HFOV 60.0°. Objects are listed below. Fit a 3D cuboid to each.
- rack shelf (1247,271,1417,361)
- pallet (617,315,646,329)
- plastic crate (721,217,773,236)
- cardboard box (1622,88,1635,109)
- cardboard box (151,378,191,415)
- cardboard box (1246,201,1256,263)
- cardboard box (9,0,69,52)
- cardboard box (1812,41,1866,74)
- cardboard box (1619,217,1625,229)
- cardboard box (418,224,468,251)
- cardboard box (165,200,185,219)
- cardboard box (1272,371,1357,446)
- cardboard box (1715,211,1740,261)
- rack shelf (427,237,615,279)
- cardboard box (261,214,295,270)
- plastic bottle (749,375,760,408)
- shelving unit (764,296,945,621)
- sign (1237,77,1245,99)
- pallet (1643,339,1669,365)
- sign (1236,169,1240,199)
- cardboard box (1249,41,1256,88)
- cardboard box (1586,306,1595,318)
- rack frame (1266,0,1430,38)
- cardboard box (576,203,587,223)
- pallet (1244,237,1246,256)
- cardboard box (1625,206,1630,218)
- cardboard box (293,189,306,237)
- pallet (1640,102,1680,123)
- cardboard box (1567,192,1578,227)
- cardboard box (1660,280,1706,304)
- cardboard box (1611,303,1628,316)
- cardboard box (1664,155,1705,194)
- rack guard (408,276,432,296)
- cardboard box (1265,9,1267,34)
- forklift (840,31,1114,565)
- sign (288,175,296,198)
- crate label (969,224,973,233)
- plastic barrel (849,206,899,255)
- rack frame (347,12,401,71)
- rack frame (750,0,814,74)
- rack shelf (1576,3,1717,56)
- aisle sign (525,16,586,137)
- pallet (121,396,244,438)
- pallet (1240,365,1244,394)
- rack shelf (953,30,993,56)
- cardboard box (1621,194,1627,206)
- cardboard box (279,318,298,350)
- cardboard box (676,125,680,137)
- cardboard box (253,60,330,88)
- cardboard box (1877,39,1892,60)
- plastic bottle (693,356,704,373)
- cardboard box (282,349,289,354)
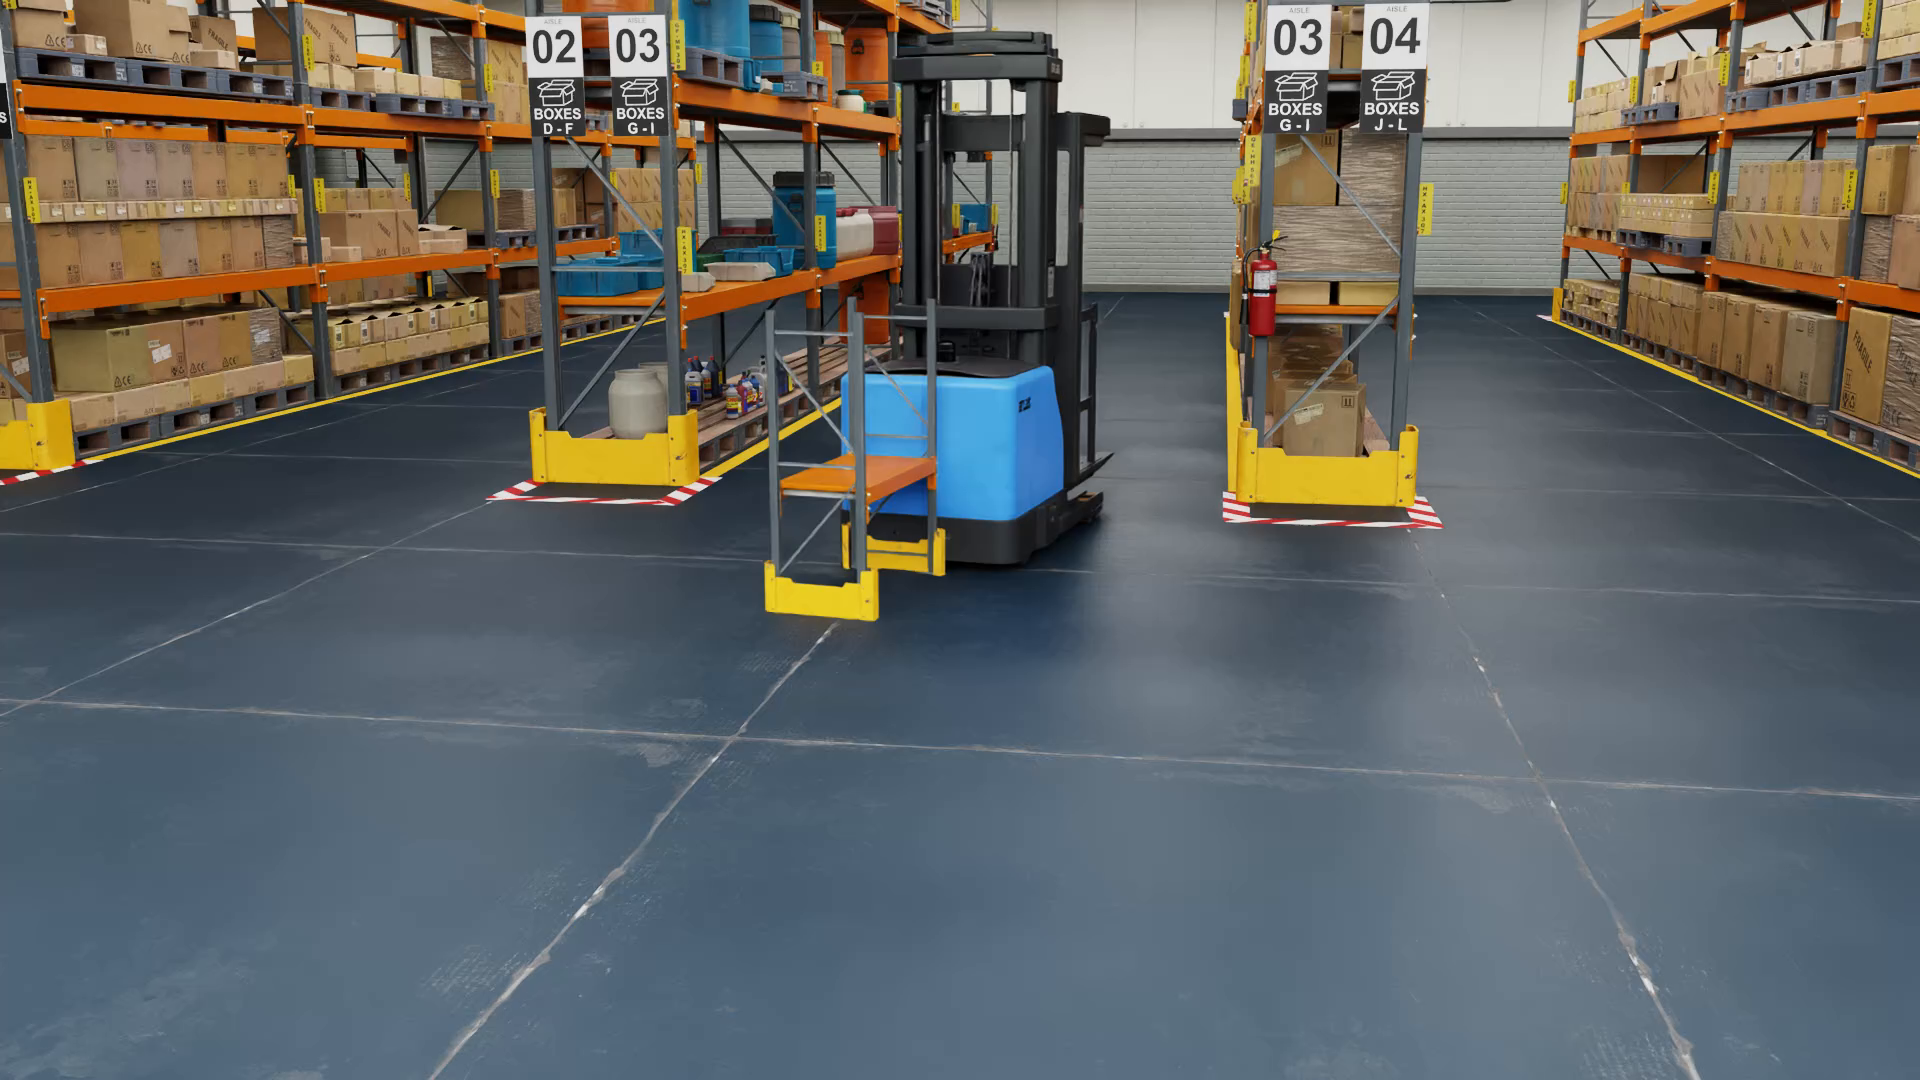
[{"bbox_3d":[2.756,-1.787,12.873,1.077,0.370,4.000,2,12,9],"label":"rack shelf"},{"bbox_3d":[-5.387,-3.322,24.907,1.003,0.211,1.213,2,12,9],"label":"pallet"},{"bbox_3d":[-2.058,-2.858,15.981,0.402,0.464,0.583,2,12,9],"label":"plastic crate"},{"bbox_3d":[8.999,-5.780,21.745,0.500,0.250,0.500,1,12,6],"label":"cardboard box"},{"bbox_3d":[-6.886,-1.218,14.055,0.500,0.250,0.500,2,12,9],"label":"cardboard box"},{"bbox_3d":[2.822,-2.555,13.784,0.875,0.500,0.500,2,12,9],"label":"cardboard box"},{"bbox_3d":[-7.247,-3.954,12.527,0.797,0.503,0.637,3,12,13],"label":"cardboard box"},{"bbox_3d":[7.922,-4.285,14.757,0.500,0.250,0.500,2,12,8],"label":"cardboard box"},{"bbox_3d":[8.665,-4.054,21.284,0.380,0.149,0.250,1,12,6],"label":"cardboard box"},{"bbox_3d":[-6.208,-3.592,19.751,0.500,0.311,0.500,3,12,12],"label":"cardboard box"},{"bbox_3d":[-6.829,-2.805,14.111,0.380,0.149,0.250,2,12,9],"label":"cardboard box"},{"bbox_3d":[2.619,-0.961,12.268,0.500,0.500,0.500,5,13,23],"label":"cardboard box"},{"bbox_3d":[8.229,-3.170,17.346,0.500,0.500,0.500,2,12,9],"label":"cardboard box"},{"bbox_3d":[-5.801,-3.774,22.094,1.077,0.370,4.000,2,12,9],"label":"rack shelf"},{"bbox_3d":[-6.786,-2.833,15.782,0.700,0.500,0.500,2,12,7],"label":"cardboard box"},{"bbox_3d":[-1.759,-1.266,14.179,0.097,0.271,0.097,0,12,0],"label":"plastic bottle"},{"bbox_3d":[-0.528,-0.461,8.571,0.587,1.500,1.083,4,13,18],"label":"shelving unit"},{"bbox_3d":[3.746,-5.996,22.160,0.100,0.325,0.005,2,12,9],"label":"sign"},{"bbox_3d":[8.876,-2.259,19.973,1.003,0.211,1.213,2,12,9],"label":"pallet"},{"bbox_3d":[3.130,-3.971,18.551,0.100,0.325,0.005,2,12,9],"label":"sign"},{"bbox_3d":[3.201,-4.847,16.822,0.500,0.500,0.500,2,12,7],"label":"cardboard box"},{"bbox_3d":[9.173,-3.262,23.779,0.380,0.149,0.250,2,12,9],"label":"cardboard box"},{"bbox_3d":[2.449,-4.655,10.233,1.000,3.000,0.127,2,12,9],"label":"rack frame"},{"bbox_3d":[-5.670,-4.703,24.460,0.500,0.500,0.500,2,12,10],"label":"cardboard box"},{"bbox_3d":[3.675,-3.142,17.909,1.213,0.211,1.003,2,12,9],"label":"pallet"},{"bbox_3d":[8.627,-4.145,21.002,0.380,0.149,0.250,2,12,8],"label":"cardboard box"},{"bbox_3d":[-10.289,-4.961,25.181,0.980,0.700,0.700,2,12,10],"label":"cardboard box"},{"bbox_3d":[8.823,-5.072,19.735,1.213,0.211,1.003,2,12,9],"label":"pallet"},{"bbox_3d":[9.453,-4.981,25.043,0.500,0.500,0.500,2,12,11],"label":"cardboard box"},{"bbox_3d":[8.571,-2.918,19.568,0.500,0.250,0.500,2,12,10],"label":"cardboard box"},{"bbox_3d":[8.914,-3.072,22.190,0.380,0.149,0.250,2,12,10],"label":"cardboard box"},{"bbox_3d":[9.490,-4.808,21.865,0.500,0.500,0.500,2,12,10],"label":"cardboard box"},{"bbox_3d":[-9.770,-4.318,28.841,1.175,0.500,0.348,2,12,9],"label":"rack guard"},{"bbox_3d":[2.183,-3.378,10.838,0.380,0.149,0.250,2,12,9],"label":"cardboard box"},{"bbox_3d":[0.282,-1.560,10.276,1.130,2.935,3.031,4,13,18],"label":"forklift"},{"bbox_3d":[-9.851,-5.214,24.505,0.100,0.325,0.005,2,12,9],"label":"sign"},{"bbox_3d":[-0.009,-4.820,25.721,0.396,0.136,0.243,2,12,9],"label":"crate label"},{"bbox_3d":[-0.987,-3.508,18.829,0.600,0.536,0.708,2,12,9],"label":"plastic barrel"},{"bbox_3d":[-9.774,-8.467,27.922,1.000,3.000,0.127,2,12,9],"label":"rack frame"},{"bbox_3d":[-1.830,-5.648,14.842,1.000,3.000,0.127,2,12,9],"label":"rack frame"},{"bbox_3d":[9.487,-7.034,22.989,1.077,0.370,4.000,2,12,9],"label":"rack shelf"},{"bbox_3d":[-2.750,-3.148,11.311,0.394,0.787,0.004,2,12,9],"label":"aisle sign"},{"bbox_3d":[-7.073,-1.095,14.572,1.003,0.211,1.213,2,12,9],"label":"pallet"},{"bbox_3d":[3.367,-1.609,16.957,1.003,0.211,1.213,2,12,9],"label":"pallet"},{"bbox_3d":[-0.292,-7.183,24.619,1.077,0.370,4.000,2,12,9],"label":"rack shelf"},{"bbox_3d":[8.665,-4.345,21.221,0.380,0.149,0.250,3,12,12],"label":"cardboard box"},{"bbox_3d":[-6.945,-2.106,16.843,0.500,0.311,0.500,2,12,9],"label":"cardboard box"},{"bbox_3d":[-4.785,-6.549,26.496,0.500,0.250,0.500,2,12,9],"label":"cardboard box"},{"bbox_3d":[-6.620,-4.603,16.471,0.500,0.250,0.500,3,13,15],"label":"cardboard box"},{"bbox_3d":[7.557,-3.906,13.241,0.380,0.149,0.250,2,12,8],"label":"cardboard box"},{"bbox_3d":[-2.364,-1.481,14.989,0.144,0.351,0.185,2,12,10],"label":"plastic bottle"},{"bbox_3d":[-6.947,-1.834,16.912,0.500,0.250,0.500,2,12,8],"label":"cardboard box"}]
